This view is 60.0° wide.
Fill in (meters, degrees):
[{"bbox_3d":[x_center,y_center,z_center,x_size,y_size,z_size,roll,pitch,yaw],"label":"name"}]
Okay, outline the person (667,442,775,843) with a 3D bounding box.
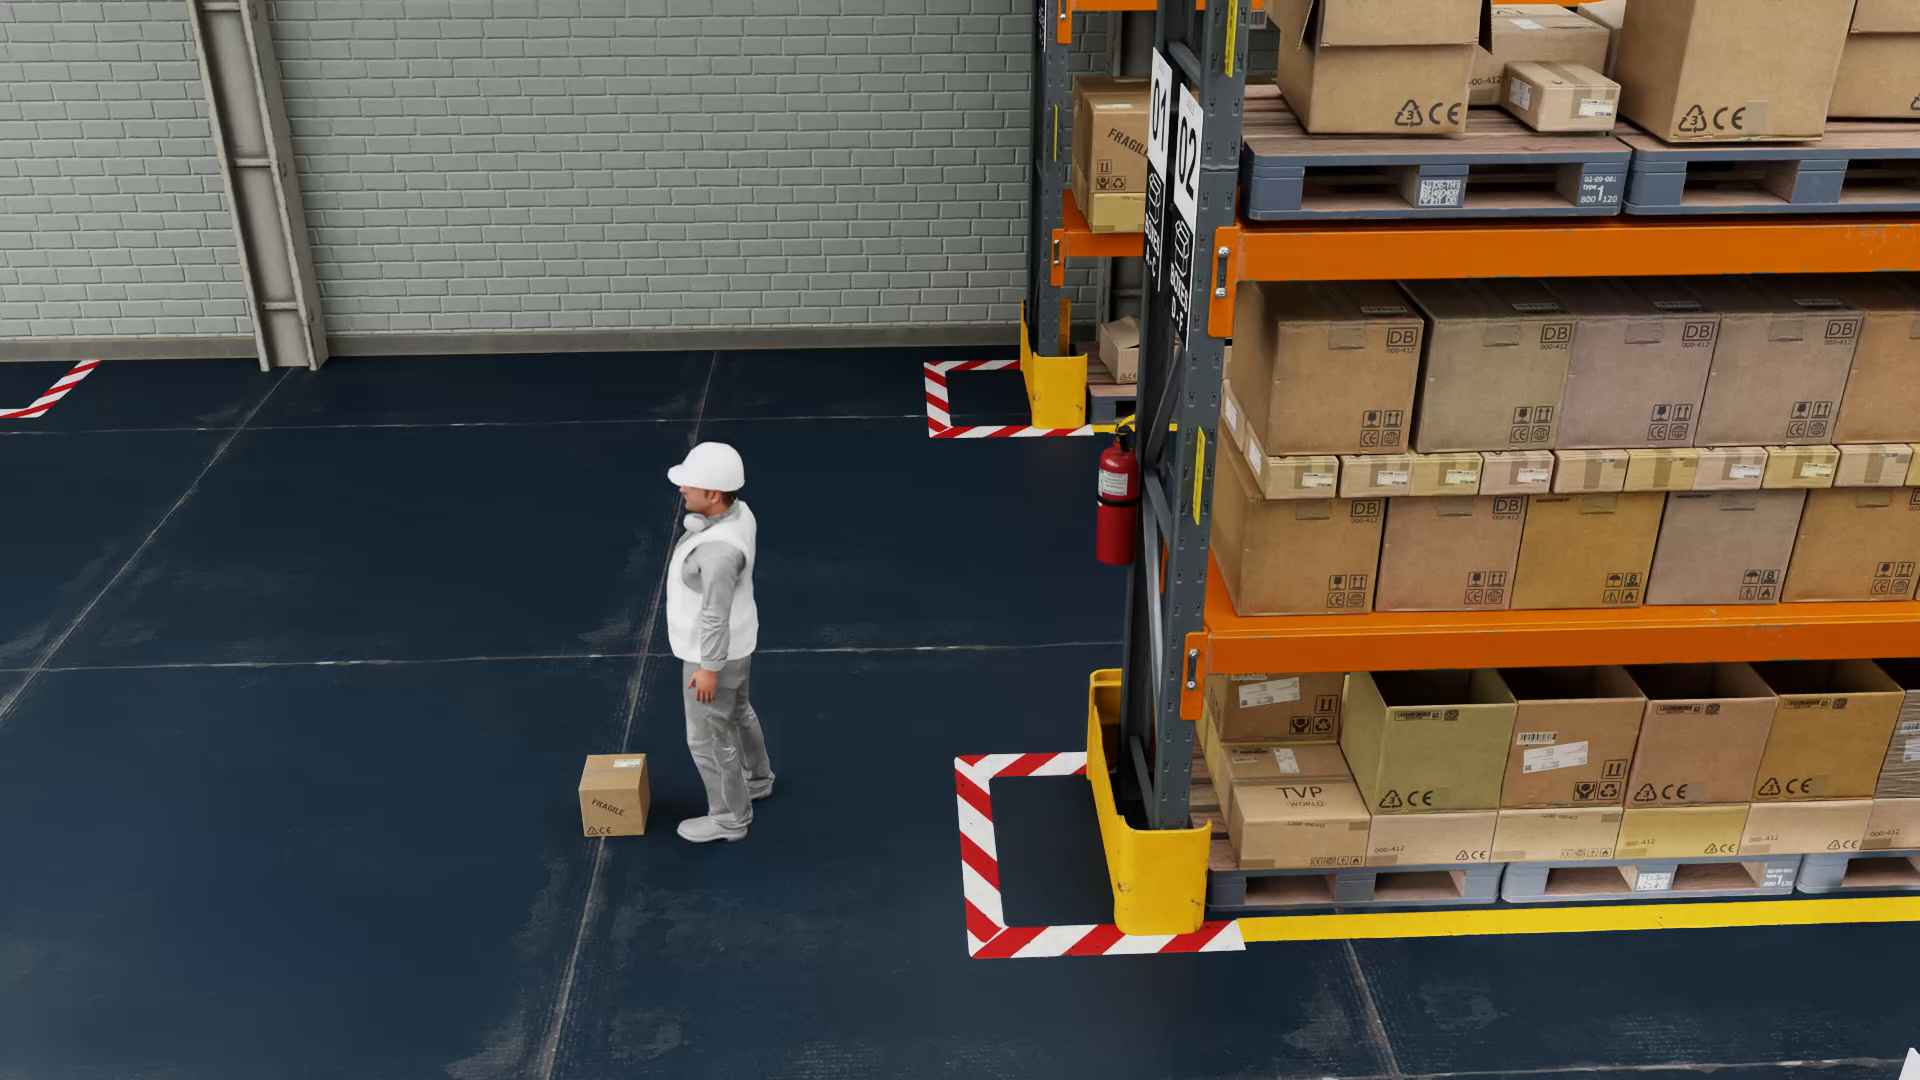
[{"bbox_3d":[-1.006,0.433,6.793,0.402,1.802,0.534,-1,27,-1],"label":"person"}]
